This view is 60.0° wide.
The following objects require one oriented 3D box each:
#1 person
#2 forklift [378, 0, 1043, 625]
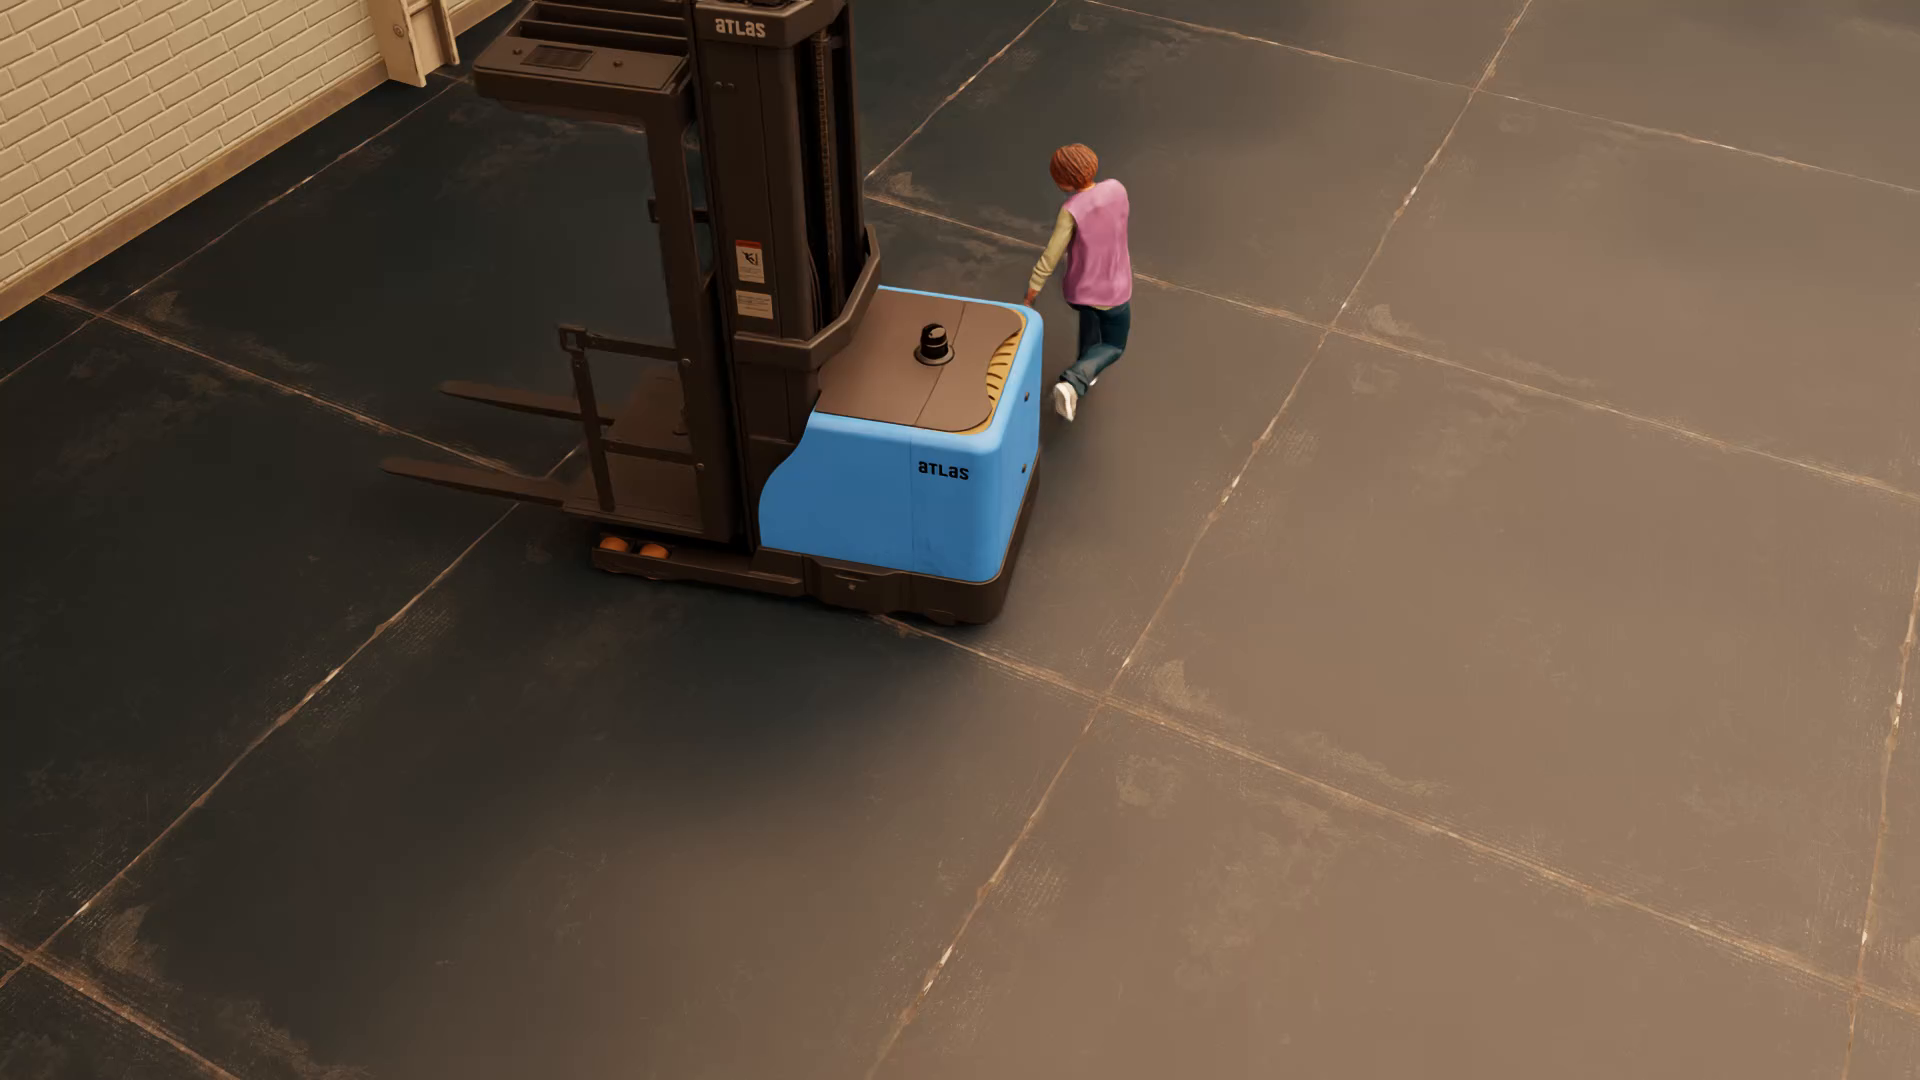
[{"bbox_3d":[0.583,-1.266,8.161,0.539,1.385,0.811,5,44,5],"label":"person"},{"bbox_3d":[-1.194,-1.228,6.957,3.031,2.935,1.130,9,44,10],"label":"forklift"}]
